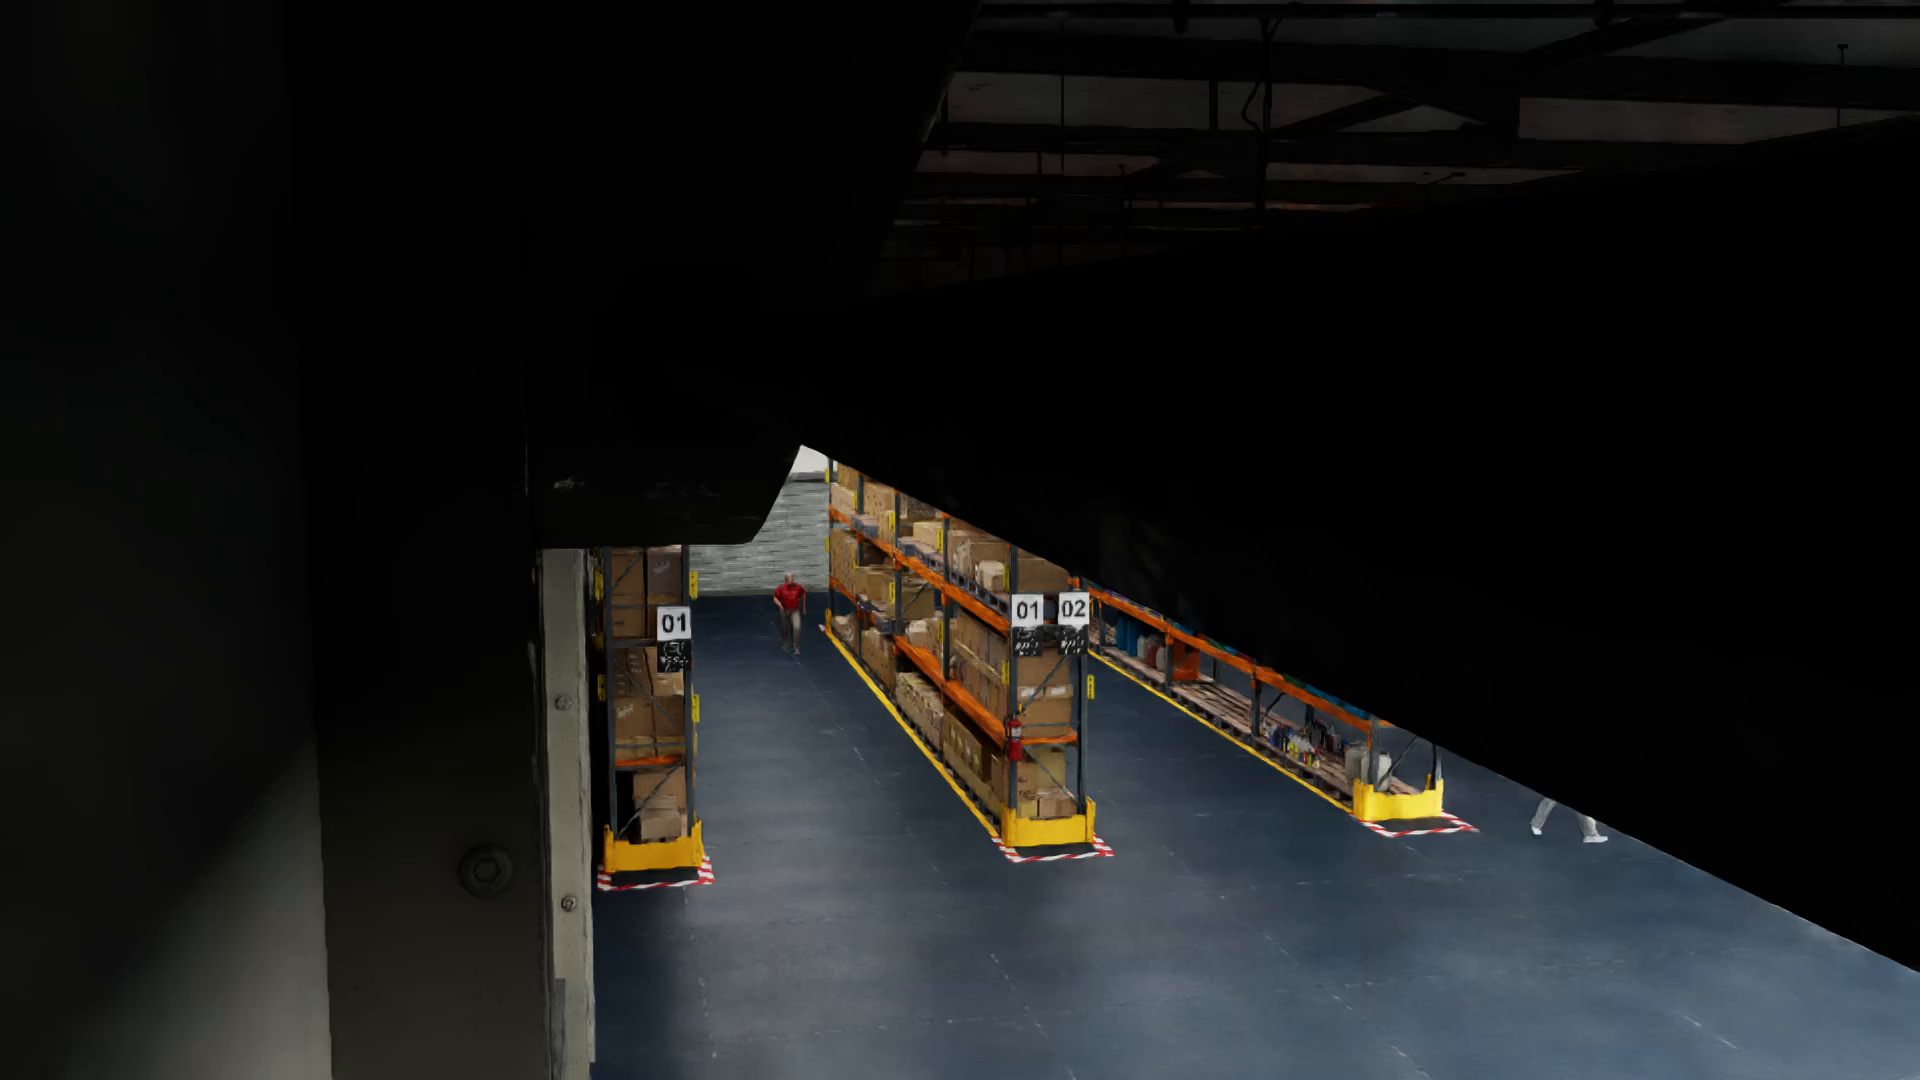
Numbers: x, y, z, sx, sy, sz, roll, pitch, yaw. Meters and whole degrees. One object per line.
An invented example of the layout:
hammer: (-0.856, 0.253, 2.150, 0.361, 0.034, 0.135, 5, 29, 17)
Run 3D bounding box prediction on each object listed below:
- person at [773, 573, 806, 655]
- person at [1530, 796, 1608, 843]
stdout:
person: (-3.474, 1.480, 33.969, 0.686, 1.666, 0.867, -1, 7, -7)
person: (7.739, 3.026, 21.152, 0.483, 1.622, 0.950, -5, 8, -35)
